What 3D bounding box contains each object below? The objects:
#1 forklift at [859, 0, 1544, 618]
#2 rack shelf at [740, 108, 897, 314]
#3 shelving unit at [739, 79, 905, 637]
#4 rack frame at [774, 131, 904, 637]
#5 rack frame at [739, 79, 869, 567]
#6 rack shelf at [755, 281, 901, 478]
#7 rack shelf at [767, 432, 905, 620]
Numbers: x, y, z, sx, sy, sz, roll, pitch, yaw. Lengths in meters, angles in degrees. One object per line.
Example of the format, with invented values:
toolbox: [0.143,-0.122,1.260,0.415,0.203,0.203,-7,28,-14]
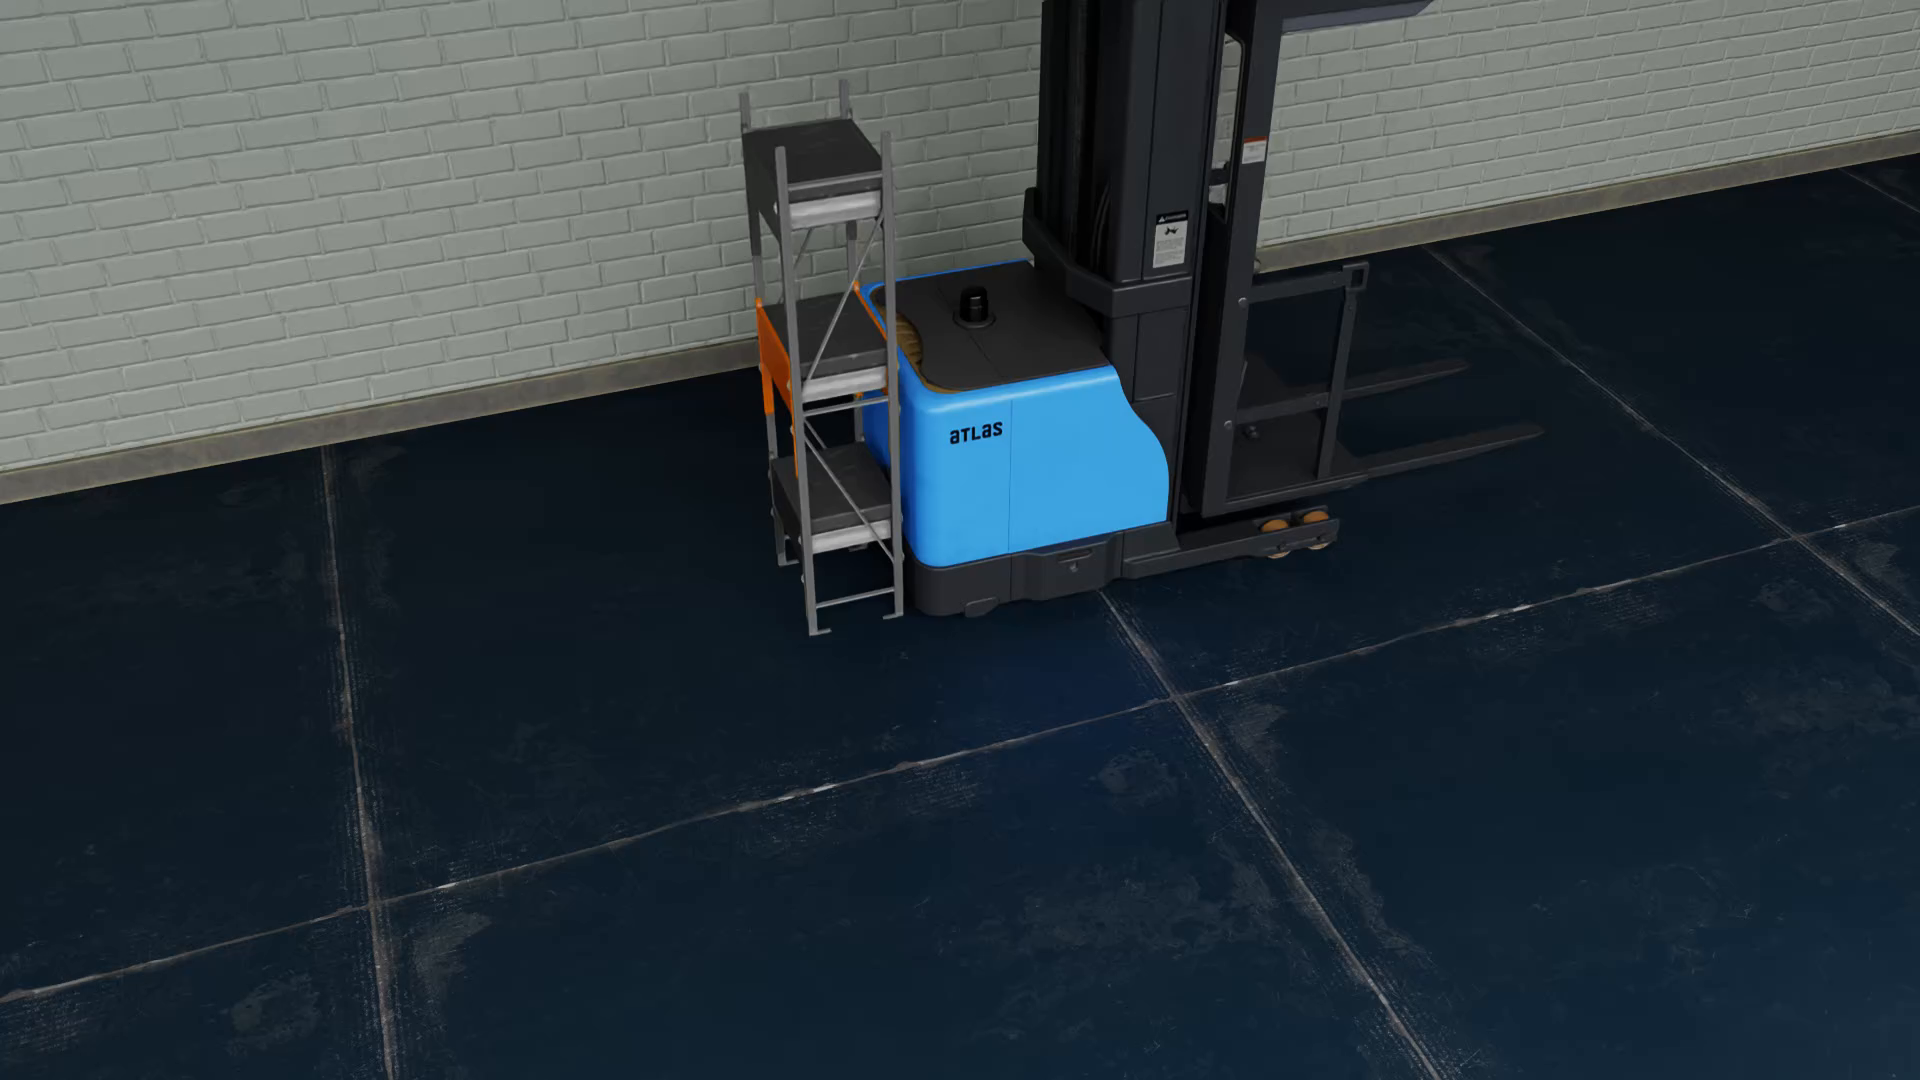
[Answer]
forklift: [1.111,-1.381,6.647,3.031,2.935,1.130,-12,39,-15]
rack shelf: [-0.505,-1.178,5.928,0.431,0.518,0.480,-12,39,-16]
shelving unit: [-0.505,-0.630,6.341,0.431,2.100,0.503,-12,39,-16]
rack frame: [-0.422,-0.491,6.157,0.400,2.100,0.015,-12,39,-16]
rack frame: [-0.587,-0.768,6.524,0.400,2.100,0.015,-12,39,-16]
rack shelf: [-0.505,-0.619,6.349,0.431,0.518,0.480,-12,39,-16]
rack shelf: [-0.505,-0.060,6.770,0.431,0.518,0.480,-12,39,-16]
